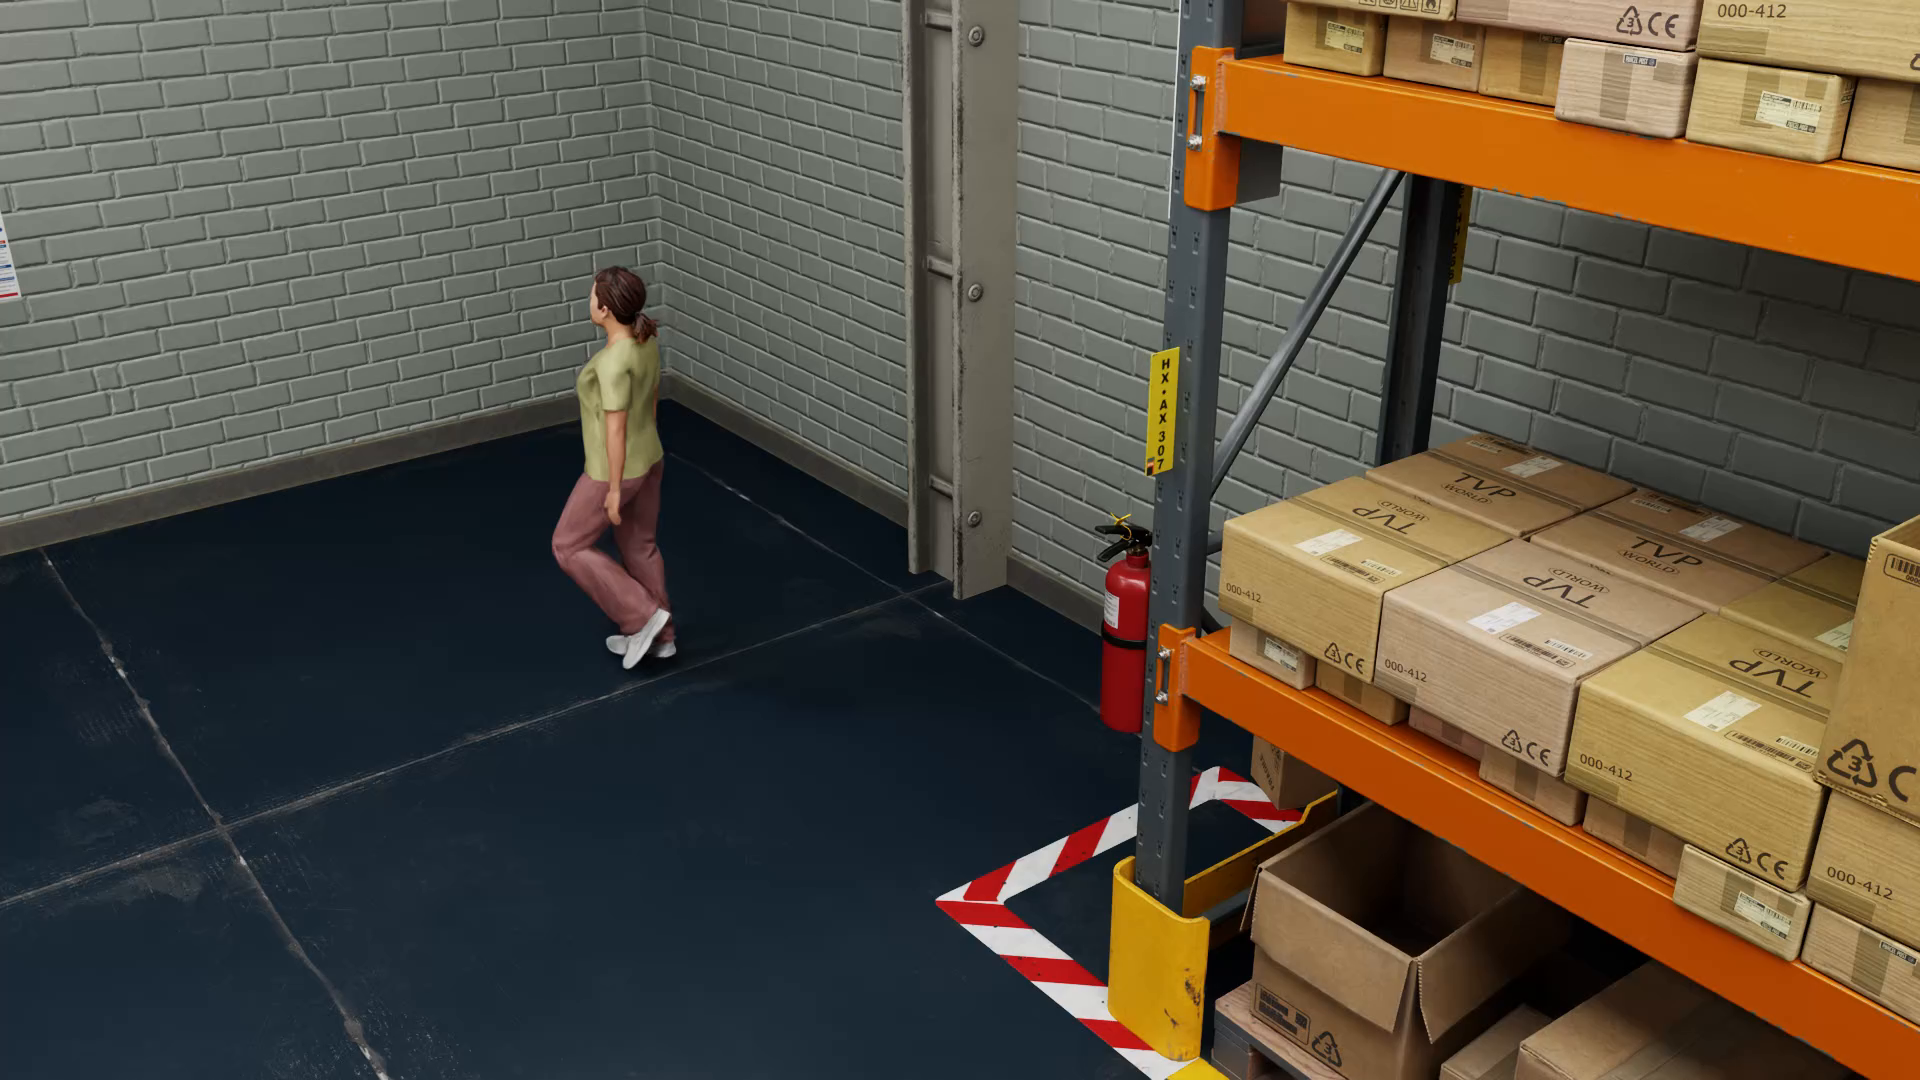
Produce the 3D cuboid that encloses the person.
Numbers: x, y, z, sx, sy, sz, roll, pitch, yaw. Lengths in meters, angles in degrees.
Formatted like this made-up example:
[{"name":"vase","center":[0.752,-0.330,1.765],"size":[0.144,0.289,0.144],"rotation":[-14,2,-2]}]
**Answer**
[{"name":"person","center":[-1.381,-0.160,6.696],"size":[0.452,1.408,0.479],"rotation":[7,26,14]}]
